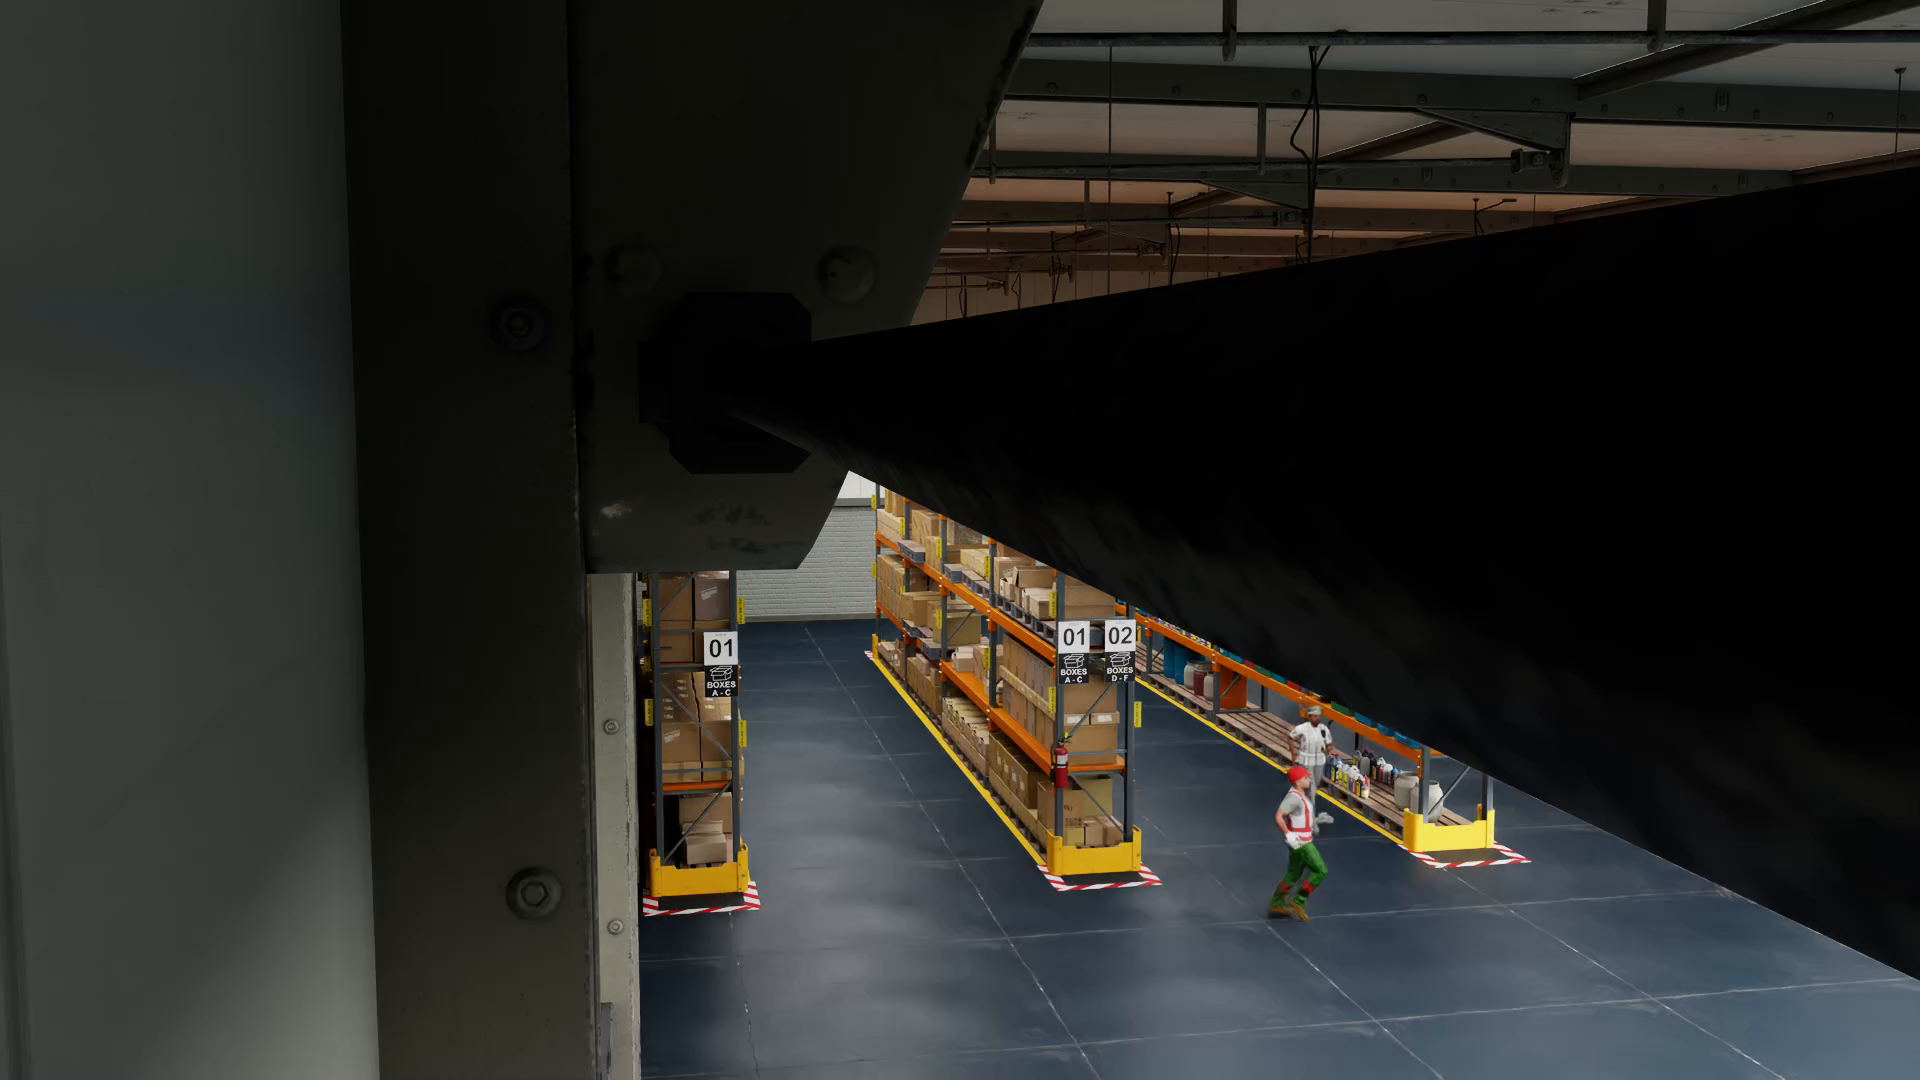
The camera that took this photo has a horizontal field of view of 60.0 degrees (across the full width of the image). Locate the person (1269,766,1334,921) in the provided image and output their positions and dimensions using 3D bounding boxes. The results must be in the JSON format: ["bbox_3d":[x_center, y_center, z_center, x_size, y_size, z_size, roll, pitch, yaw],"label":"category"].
[{"bbox_3d":[3.931,3.480,19.108,0.708,1.783,0.648,1,6,11],"label":"person"}]

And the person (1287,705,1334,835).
[{"bbox_3d":[4.865,3.122,22.978,0.570,1.726,0.809,-2,6,-14],"label":"person"}]
